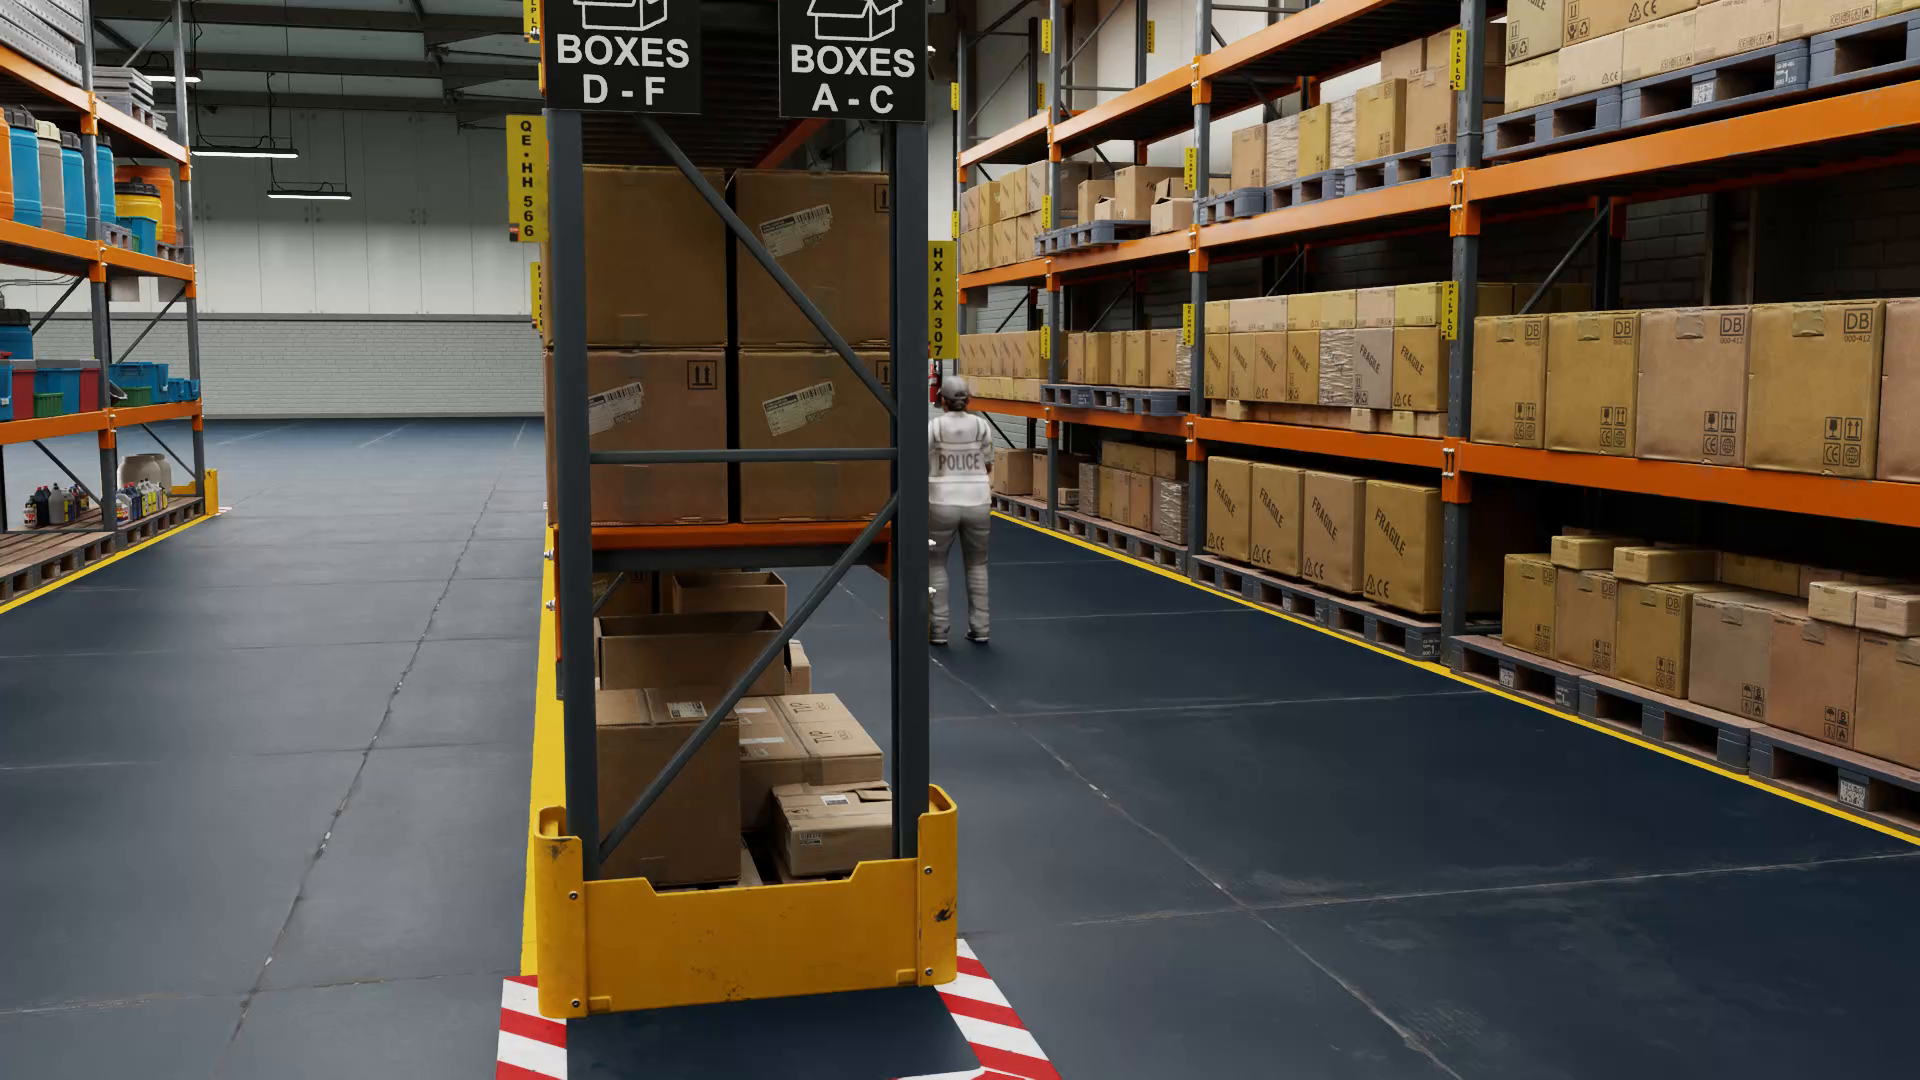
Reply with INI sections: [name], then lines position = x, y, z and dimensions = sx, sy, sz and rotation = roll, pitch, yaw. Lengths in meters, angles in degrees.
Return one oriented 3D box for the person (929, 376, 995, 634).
[person]
position = -0.049, -0.222, 10.381
dimensions = 0.525, 1.599, 0.468
rotation = -2, 7, -17
